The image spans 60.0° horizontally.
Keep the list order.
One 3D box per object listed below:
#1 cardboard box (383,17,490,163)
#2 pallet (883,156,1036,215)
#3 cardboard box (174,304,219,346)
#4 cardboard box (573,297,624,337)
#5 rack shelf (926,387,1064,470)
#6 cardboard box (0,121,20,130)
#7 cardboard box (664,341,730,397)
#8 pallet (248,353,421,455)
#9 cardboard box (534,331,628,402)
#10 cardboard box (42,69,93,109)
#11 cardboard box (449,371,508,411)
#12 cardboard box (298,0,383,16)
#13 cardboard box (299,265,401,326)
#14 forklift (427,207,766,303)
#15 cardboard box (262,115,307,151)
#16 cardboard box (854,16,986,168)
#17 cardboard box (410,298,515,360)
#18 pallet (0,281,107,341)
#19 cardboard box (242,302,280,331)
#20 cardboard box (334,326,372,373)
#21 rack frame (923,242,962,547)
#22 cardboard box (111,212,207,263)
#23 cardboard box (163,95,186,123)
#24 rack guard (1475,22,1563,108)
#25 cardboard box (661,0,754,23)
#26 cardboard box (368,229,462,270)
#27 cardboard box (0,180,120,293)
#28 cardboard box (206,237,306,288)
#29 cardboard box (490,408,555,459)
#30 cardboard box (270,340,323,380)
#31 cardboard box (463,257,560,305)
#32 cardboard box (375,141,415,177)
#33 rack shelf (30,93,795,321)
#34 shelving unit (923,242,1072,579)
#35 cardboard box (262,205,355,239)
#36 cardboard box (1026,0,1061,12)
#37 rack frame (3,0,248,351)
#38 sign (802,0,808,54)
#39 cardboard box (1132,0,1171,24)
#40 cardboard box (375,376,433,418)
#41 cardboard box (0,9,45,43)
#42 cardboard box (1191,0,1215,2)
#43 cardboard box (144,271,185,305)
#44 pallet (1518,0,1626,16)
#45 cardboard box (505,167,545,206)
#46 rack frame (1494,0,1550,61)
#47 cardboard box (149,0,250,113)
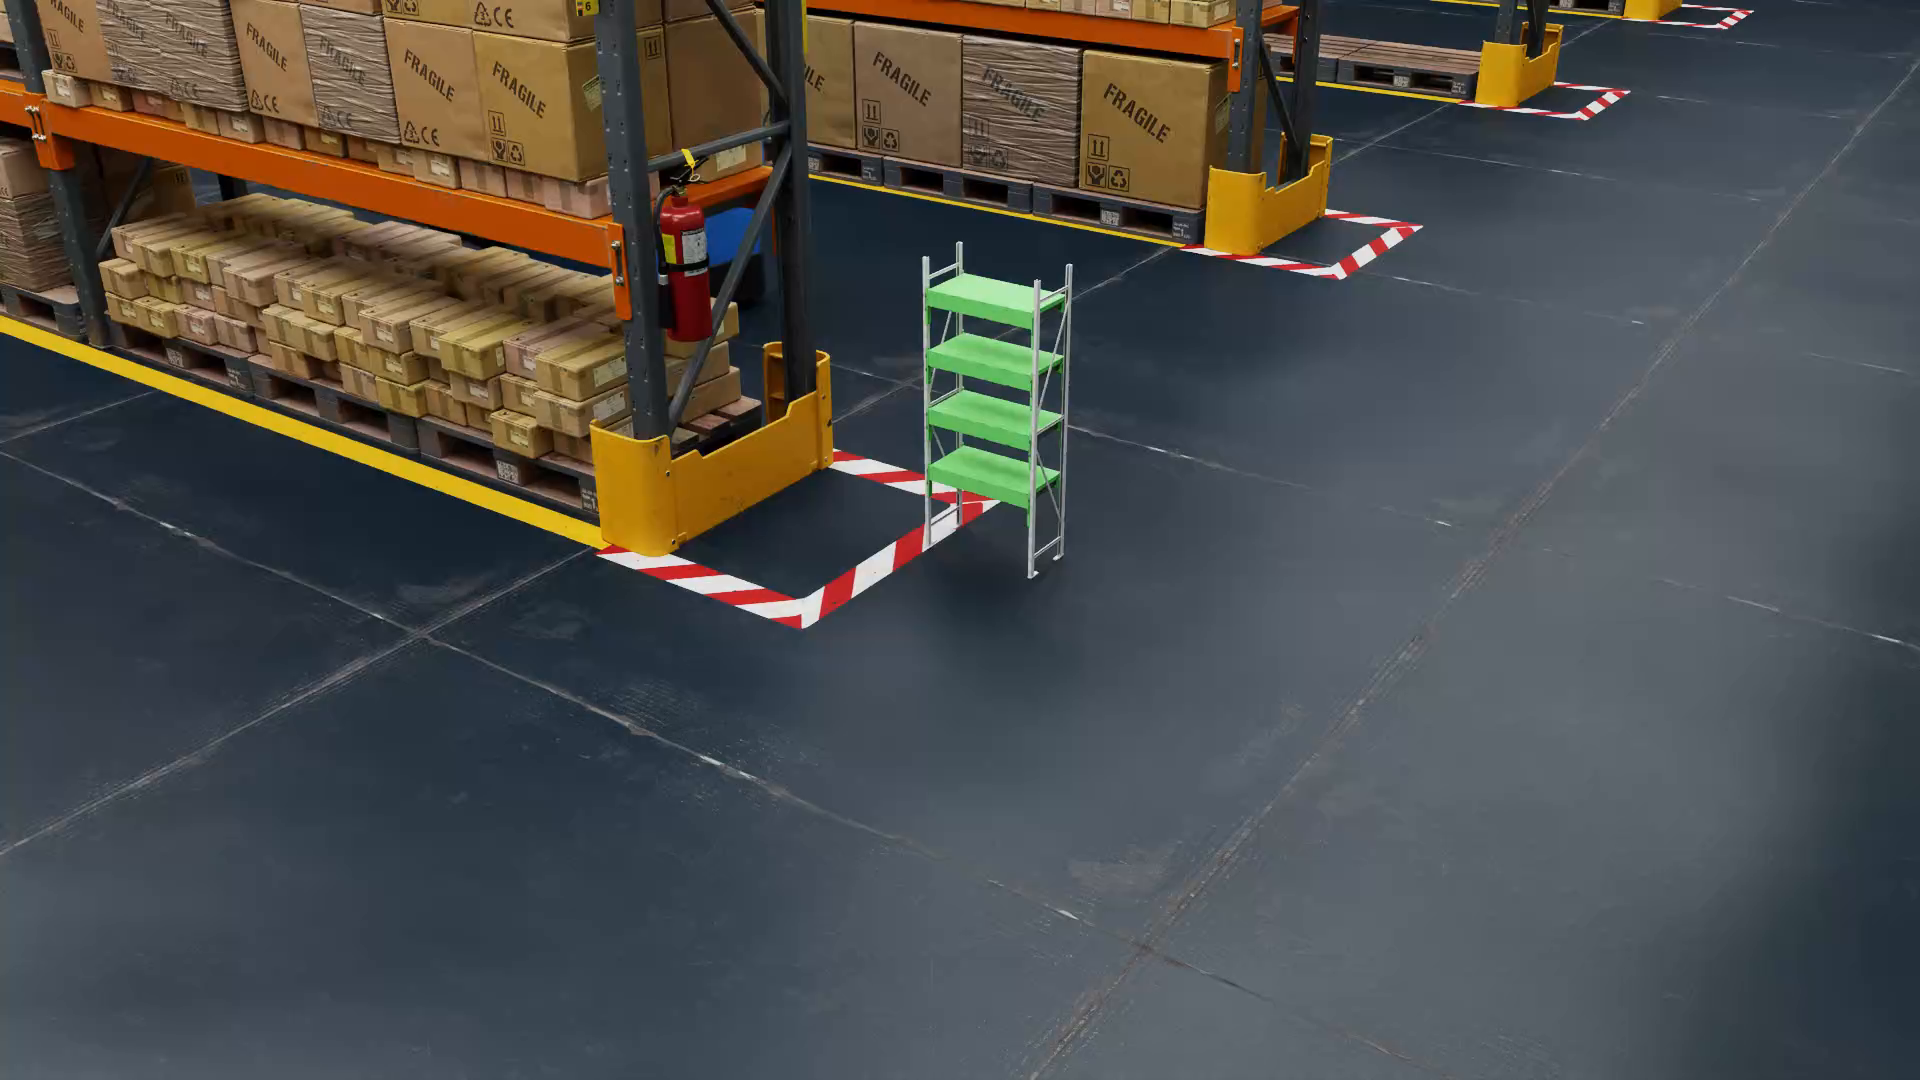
[{"bbox_3d":[-1.887,-1.830,6.601,0.500,0.500,0.500,17,31,30],"label":"cardboard box"},{"bbox_3d":[0.237,-2.575,11.577,1.213,0.211,1.003,17,32,30],"label":"pallet"},{"bbox_3d":[-3.675,-1.117,8.318,0.250,0.149,0.380,17,32,30],"label":"cardboard box"},{"bbox_3d":[-1.484,-0.969,7.370,0.250,0.149,0.380,18,32,31],"label":"cardboard box"},{"bbox_3d":[0.137,-0.435,6.423,0.480,0.148,0.258,17,32,30],"label":"rack shelf"},{"bbox_3d":[-5.420,-2.168,9.168,0.500,0.250,0.500,19,33,33],"label":"cardboard box"},{"bbox_3d":[-1.236,-0.779,7.326,0.250,0.149,0.380,19,32,32],"label":"cardboard box"},{"bbox_3d":[-2.663,-0.812,8.112,1.213,0.211,1.003,17,32,30],"label":"pallet"},{"bbox_3d":[-1.529,-0.722,6.887,0.250,0.149,0.380,18,32,31],"label":"cardboard box"},{"bbox_3d":[-4.198,-2.220,8.081,0.250,0.149,0.380,19,32,32],"label":"cardboard box"},{"bbox_3d":[-1.975,-0.710,7.191,0.250,0.149,0.380,16,31,28],"label":"cardboard box"},{"bbox_3d":[-2.319,-2.407,6.632,0.500,0.500,0.500,19,33,33],"label":"cardboard box"},{"bbox_3d":[-2.806,-1.132,7.691,0.250,0.149,0.380,17,32,31],"label":"cardboard box"},{"bbox_3d":[-2.486,-2.949,9.313,1.130,2.935,3.031,-24,36,-39],"label":"forklift"},{"bbox_3d":[-2.838,-1.848,7.351,0.250,0.149,0.380,19,32,32],"label":"cardboard box"},{"bbox_3d":[-0.115,-3.165,11.541,0.875,0.875,0.875,17,32,30],"label":"cardboard box"},{"bbox_3d":[-2.167,-0.918,7.270,0.250,0.149,0.380,16,31,28],"label":"cardboard box"},{"bbox_3d":[-4.889,-1.483,9.432,1.213,0.211,1.003,17,32,30],"label":"pallet"},{"bbox_3d":[-3.214,-1.133,8.021,0.250,0.149,0.380,19,33,33],"label":"cardboard box"},{"bbox_3d":[-2.610,-0.911,7.586,0.250,0.149,0.380,19,33,33],"label":"cardboard box"},{"bbox_3d":[-0.065,-0.555,6.517,0.015,1.200,0.240,17,32,30],"label":"rack frame"},{"bbox_3d":[-4.080,-1.542,8.498,0.250,0.149,0.380,19,32,32],"label":"cardboard box"},{"bbox_3d":[-3.473,-2.060,7.768,0.250,0.149,0.380,16,31,28],"label":"cardboard box"},{"bbox_3d":[4.773,-4.064,14.185,0.348,0.500,1.175,17,32,30],"label":"rack guard"},{"bbox_3d":[-1.169,-2.337,6.494,0.500,0.500,0.500,17,32,30],"label":"cardboard box"},{"bbox_3d":[-2.689,-1.407,8.232,0.250,0.149,0.380,16,31,29],"label":"cardboard box"},{"bbox_3d":[-4.999,-1.696,9.068,0.500,0.500,0.500,17,31,29],"label":"cardboard box"},{"bbox_3d":[-3.422,-1.345,8.109,0.250,0.149,0.380,16,31,29],"label":"cardboard box"},{"bbox_3d":[-1.771,-0.501,7.108,0.250,0.149,0.380,18,32,32],"label":"cardboard box"},{"bbox_3d":[-3.036,-0.912,7.914,0.250,0.149,0.380,16,31,29],"label":"cardboard box"},{"bbox_3d":[-2.094,-1.189,7.803,0.250,0.149,0.380,19,32,32],"label":"cardboard box"},{"bbox_3d":[-2.201,-1.638,6.938,0.250,0.149,0.380,16,31,28],"label":"cardboard box"},{"bbox_3d":[-2.598,-1.692,7.562,4.000,0.370,1.077,17,32,30],"label":"rack shelf"},{"bbox_3d":[0.137,-0.492,6.394,0.503,1.200,0.258,17,32,30],"label":"shelving unit"},{"bbox_3d":[-3.364,-1.602,8.616,0.250,0.149,0.380,17,32,30],"label":"cardboard box"},{"bbox_3d":[0.619,-3.446,10.491,0.250,0.149,0.380,17,31,29],"label":"cardboard box"},{"bbox_3d":[-4.247,-2.527,8.408,0.127,3.000,1.000,17,32,30],"label":"rack frame"},{"bbox_3d":[-0.642,-2.088,6.592,0.005,0.325,0.100,17,32,30],"label":"sign"},{"bbox_3d":[1.247,-3.250,10.107,0.250,0.149,0.380,18,32,31],"label":"cardboard box"},{"bbox_3d":[-2.396,-0.702,7.503,0.250,0.149,0.380,16,31,28],"label":"cardboard box"},{"bbox_3d":[-4.686,-2.630,8.424,0.250,0.149,0.380,17,31,29],"label":"cardboard box"},{"bbox_3d":[1.392,-3.419,9.998,0.500,0.250,0.500,17,31,30],"label":"cardboard box"},{"bbox_3d":[-3.870,-1.332,8.412,0.250,0.149,0.380,18,32,31],"label":"cardboard box"},{"bbox_3d":[6.833,-6.011,18.330,1.213,0.211,1.003,17,32,30],"label":"pallet"},{"bbox_3d":[-1.562,-1.443,6.556,0.250,0.149,0.380,17,32,30],"label":"cardboard box"},{"bbox_3d":[4.746,-5.180,13.621,0.127,3.000,1.000,17,32,30],"label":"rack frame"},{"bbox_3d":[-3.174,-2.215,7.357,0.500,0.500,0.500,17,31,29],"label":"cardboard box"}]
